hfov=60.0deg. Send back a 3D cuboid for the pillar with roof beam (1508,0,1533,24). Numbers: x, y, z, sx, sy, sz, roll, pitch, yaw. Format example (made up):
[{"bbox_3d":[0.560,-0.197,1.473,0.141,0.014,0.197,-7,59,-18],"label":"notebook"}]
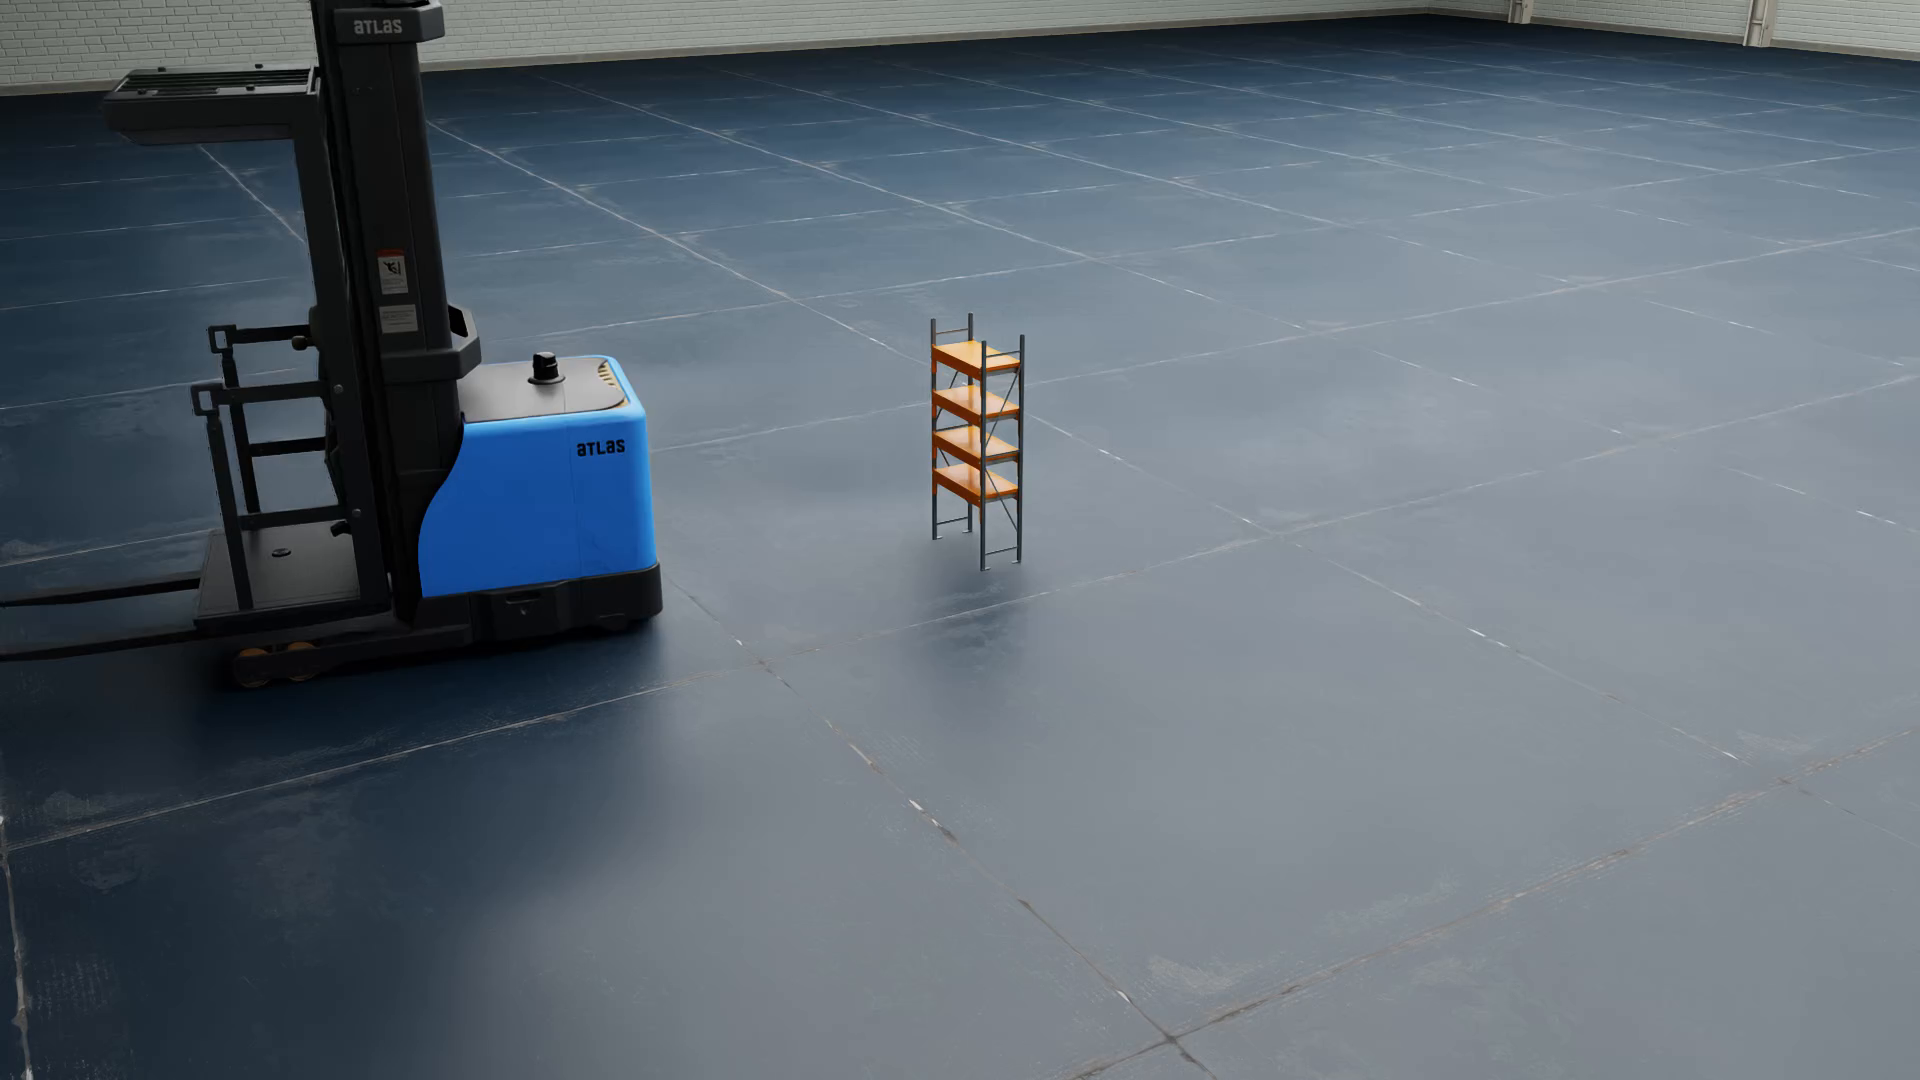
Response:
[{"bbox_3d":[8.916,-15.008,33.784,9.100,9.000,0.400,-13,25,-28],"label":"pillar with roof beam"}]

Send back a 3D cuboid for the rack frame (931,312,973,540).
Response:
[{"bbox_3d":[-0.040,-0.581,8.648,0.240,1.200,0.015,-13,25,-28],"label":"rack frame"}]

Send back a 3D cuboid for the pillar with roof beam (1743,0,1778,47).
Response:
[{"bbox_3d":[11.981,-13.065,29.005,9.100,9.000,0.400,-13,25,-28],"label":"pillar with roof beam"}]

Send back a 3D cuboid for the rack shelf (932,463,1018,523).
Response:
[{"bbox_3d":[0.085,-0.256,8.554,0.258,0.148,0.480,-13,25,-28],"label":"rack shelf"}]

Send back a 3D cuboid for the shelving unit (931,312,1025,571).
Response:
[{"bbox_3d":[0.085,-0.502,8.454,0.258,1.200,0.503,-13,25,-28],"label":"shelving unit"}]

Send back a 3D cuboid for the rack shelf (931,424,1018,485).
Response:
[{"bbox_3d":[0.085,-0.440,8.479,0.258,0.148,0.480,-13,25,-28],"label":"rack shelf"}]

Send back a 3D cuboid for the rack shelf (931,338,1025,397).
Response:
[{"bbox_3d":[0.085,-0.866,8.306,0.258,0.148,0.480,-13,25,-28],"label":"rack shelf"}]

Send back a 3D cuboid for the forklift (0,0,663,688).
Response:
[{"bbox_3d":[-2.972,-0.940,7.232,3.031,2.935,1.130,-7,23,-18],"label":"forklift"}]

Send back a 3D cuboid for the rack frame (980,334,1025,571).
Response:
[{"bbox_3d":[0.209,-0.423,8.259,0.240,1.200,0.015,-13,25,-28],"label":"rack frame"}]

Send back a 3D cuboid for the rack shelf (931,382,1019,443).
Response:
[{"bbox_3d":[0.085,-0.647,8.395,0.258,0.148,0.480,-13,25,-28],"label":"rack shelf"}]
